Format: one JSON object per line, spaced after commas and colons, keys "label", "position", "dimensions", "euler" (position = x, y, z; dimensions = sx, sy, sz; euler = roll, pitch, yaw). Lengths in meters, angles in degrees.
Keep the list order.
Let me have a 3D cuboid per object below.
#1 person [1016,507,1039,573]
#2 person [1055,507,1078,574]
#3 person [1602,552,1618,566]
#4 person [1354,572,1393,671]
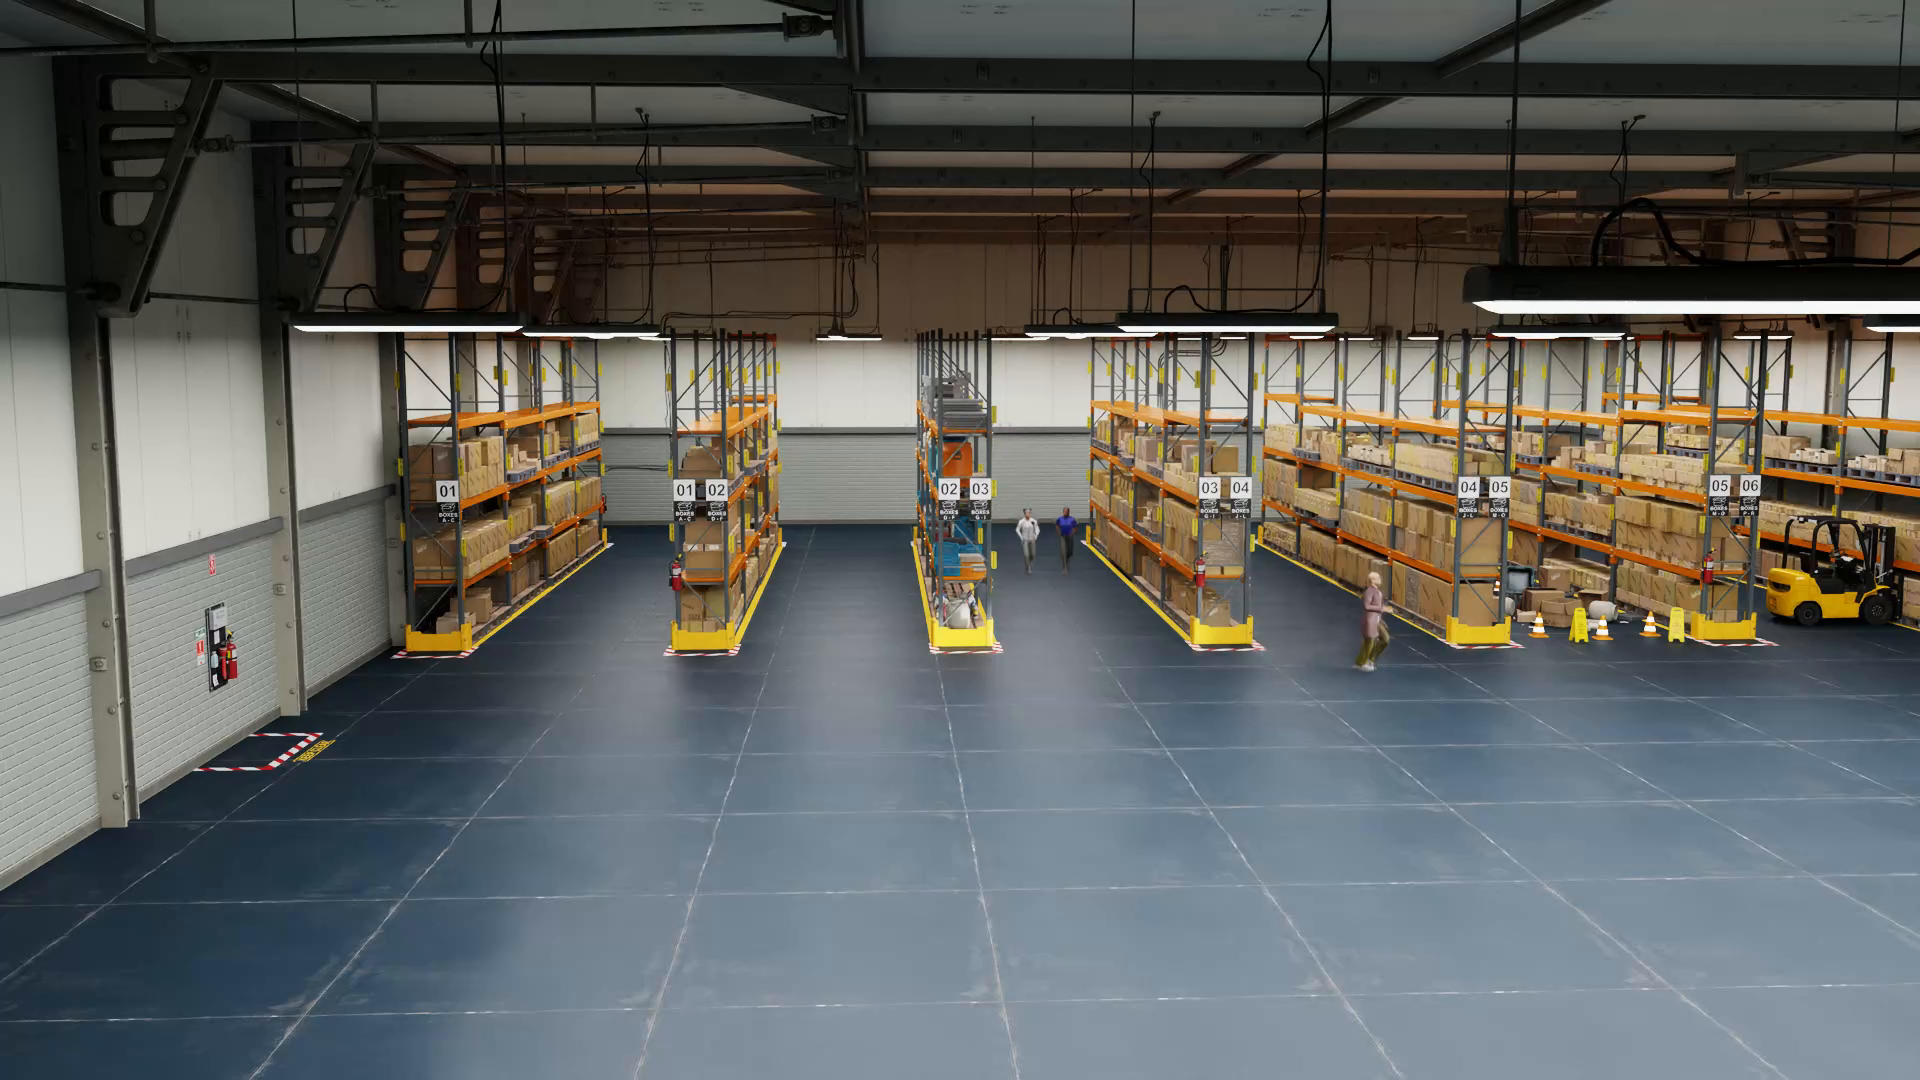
{"label": "person", "position": [1.702, -0.003, 41.652], "dimensions": [0.599, 1.652, 0.544], "euler": [-1, 7, -5]}
{"label": "person", "position": [2.692, -0.006, 41.925], "dimensions": [0.547, 1.656, 1.070], "euler": [0, 7, -3]}
{"label": "person", "position": [16.136, 0.066, 41.297], "dimensions": [0.628, 1.665, 1.105], "euler": [0, 7, -1]}
{"label": "person", "position": [7.221, 1.446, 28.996], "dimensions": [0.721, 1.760, 0.677], "euler": [5, 8, 34]}
